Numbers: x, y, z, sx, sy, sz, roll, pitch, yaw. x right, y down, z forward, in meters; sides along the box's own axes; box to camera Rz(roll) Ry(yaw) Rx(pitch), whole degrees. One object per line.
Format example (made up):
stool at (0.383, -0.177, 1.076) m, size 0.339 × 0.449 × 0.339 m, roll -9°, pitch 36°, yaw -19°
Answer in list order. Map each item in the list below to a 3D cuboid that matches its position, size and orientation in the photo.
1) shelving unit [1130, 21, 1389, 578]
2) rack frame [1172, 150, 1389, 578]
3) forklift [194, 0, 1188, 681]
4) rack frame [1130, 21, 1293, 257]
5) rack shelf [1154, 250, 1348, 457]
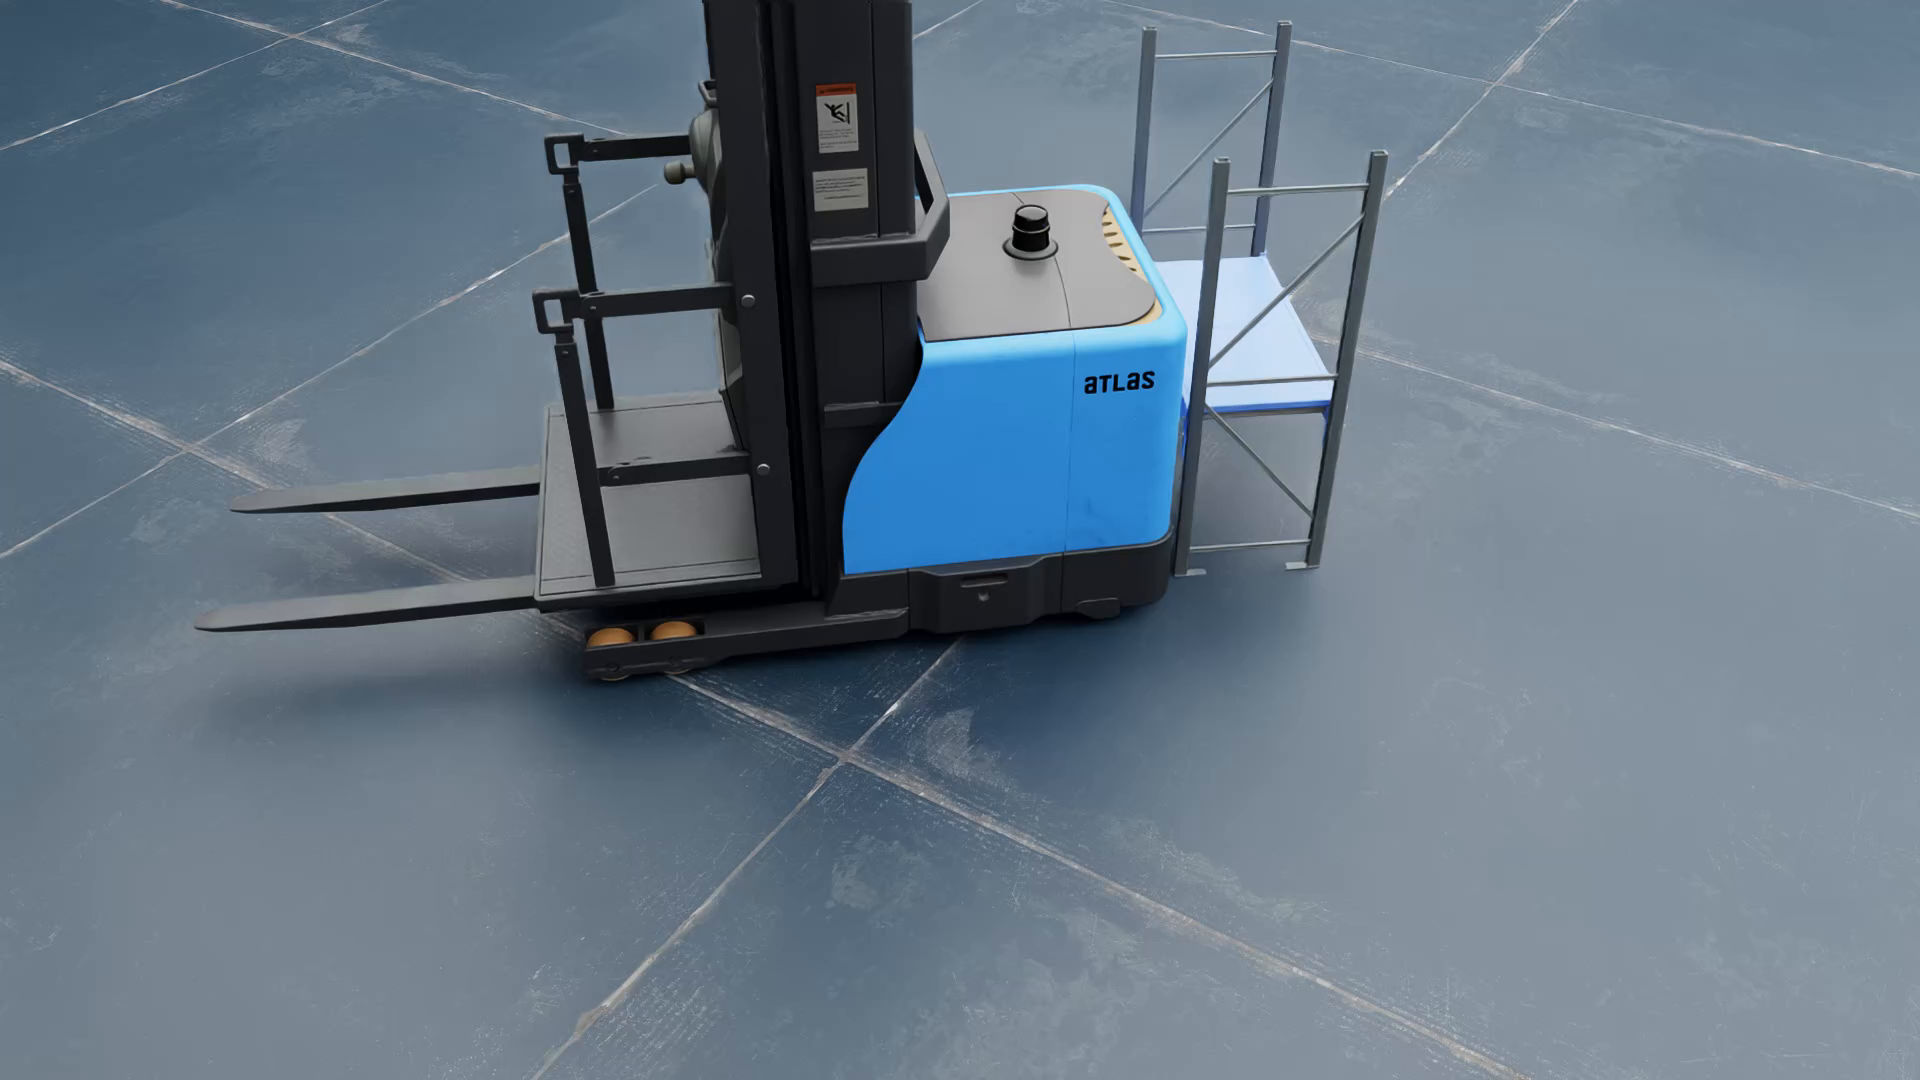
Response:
shelving unit at (0.909, -0.800, 5.559) m, size 0.538 × 1.500 × 1.048 m, roll -4°, pitch 38°, yaw -5°
rack frame at (0.965, -0.491, 5.159) m, size 0.500 × 1.500 × 0.032 m, roll -4°, pitch 38°, yaw -5°
forklift at (-0.885, -1.071, 4.738) m, size 3.031 × 2.935 × 1.130 m, roll -6°, pitch 38°, yaw -7°
rack frame at (0.853, -1.108, 5.959) m, size 0.500 × 1.500 × 0.032 m, roll -4°, pitch 38°, yaw -5°
rack shelf at (0.909, -0.657, 5.669) m, size 0.538 × 0.185 × 1.000 m, roll -4°, pitch 38°, yaw -5°
